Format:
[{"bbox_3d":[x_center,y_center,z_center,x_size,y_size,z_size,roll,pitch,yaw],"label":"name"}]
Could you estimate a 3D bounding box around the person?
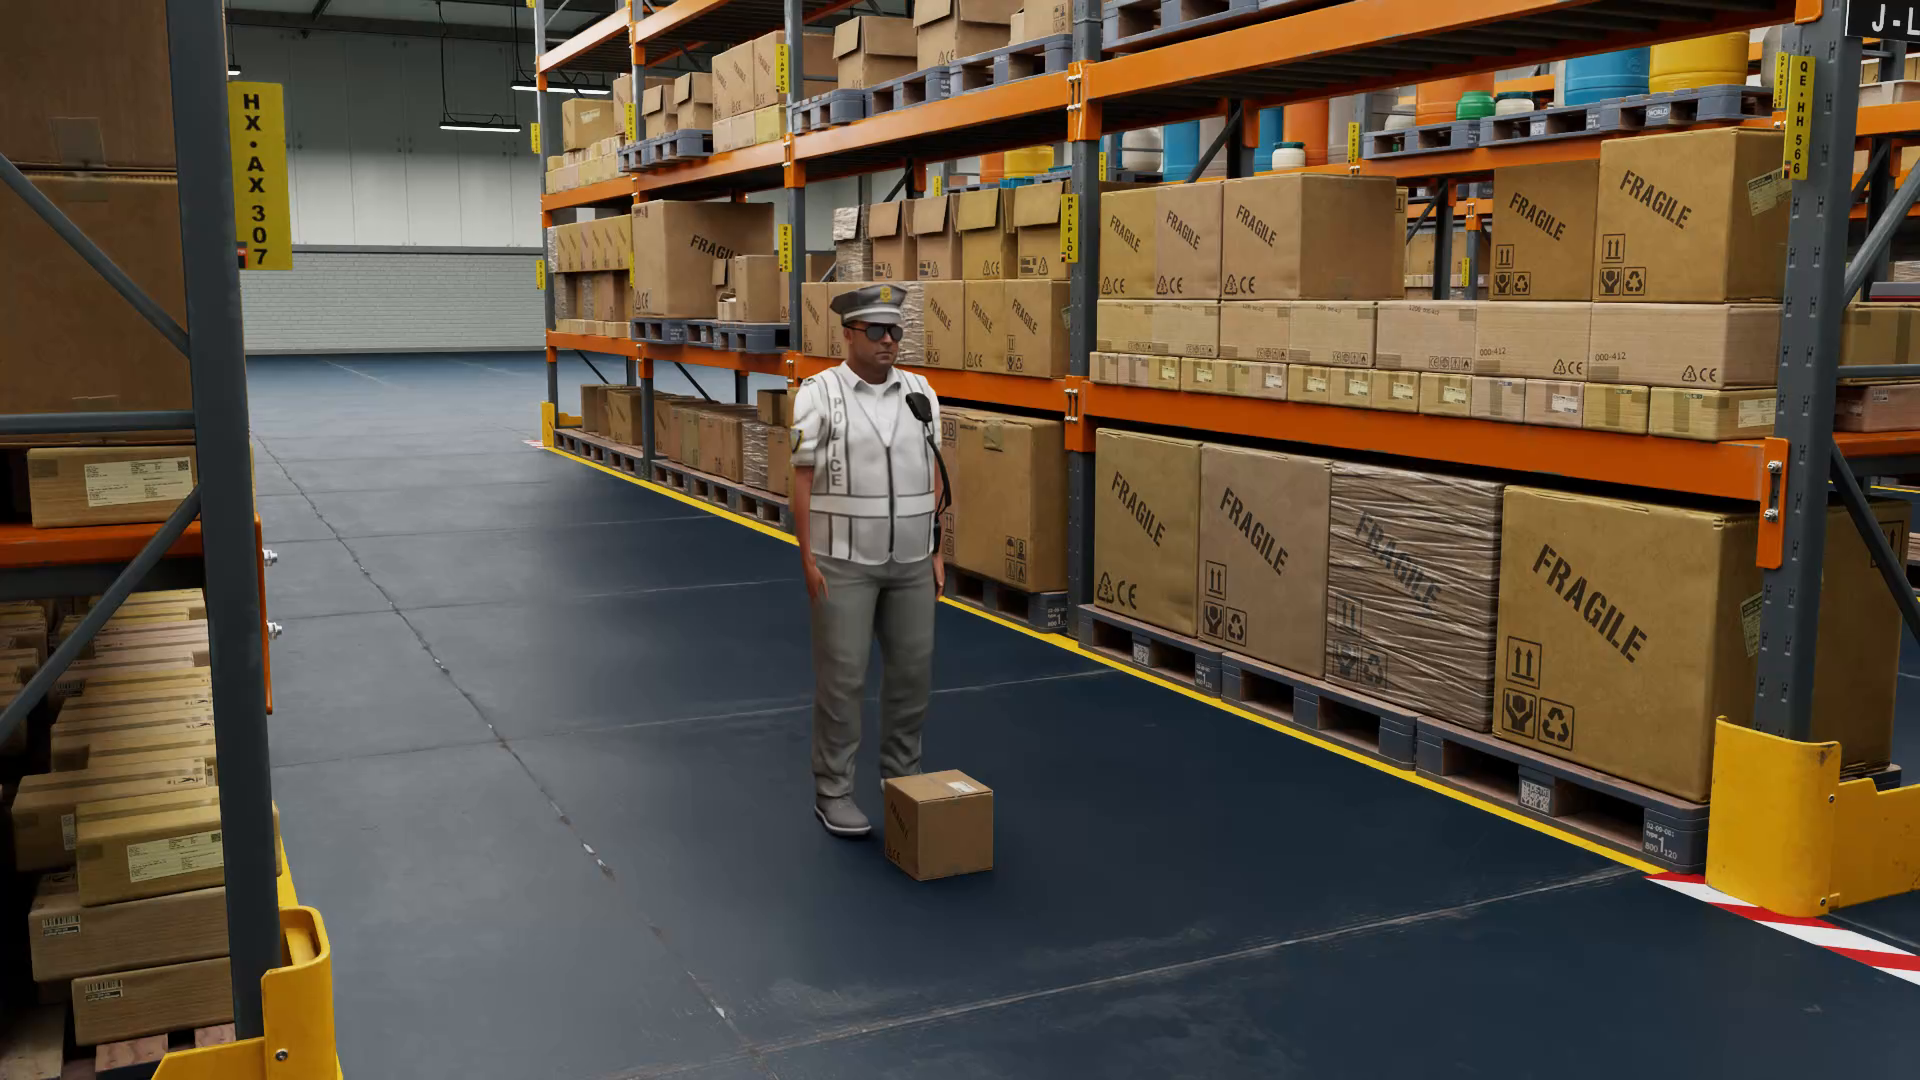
[{"bbox_3d":[-0.278,0.096,5.424,0.530,1.846,0.401,-4,9,-25],"label":"person"}]
